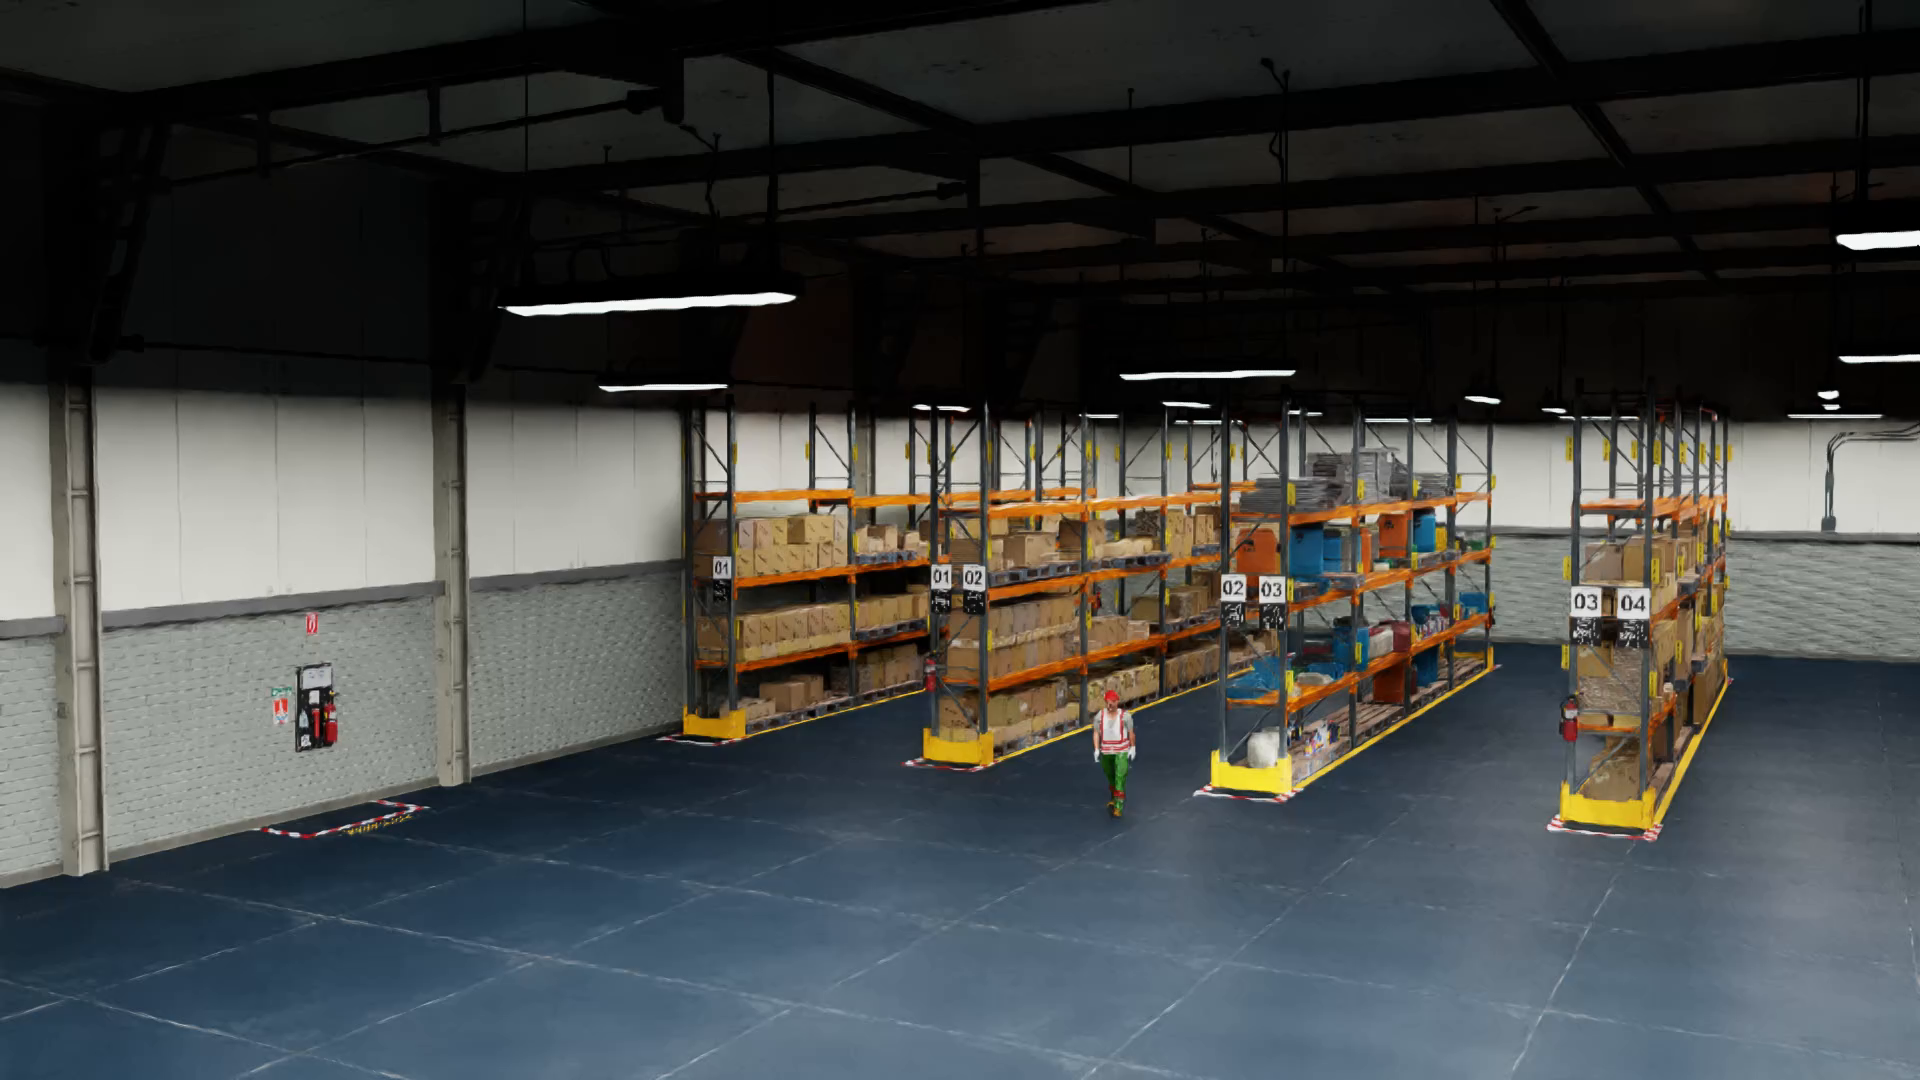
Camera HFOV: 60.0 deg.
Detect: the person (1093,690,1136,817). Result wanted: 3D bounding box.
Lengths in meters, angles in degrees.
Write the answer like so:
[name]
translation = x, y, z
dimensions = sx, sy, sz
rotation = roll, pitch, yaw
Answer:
[person]
translation = 2.120, 2.918, 23.010
dimensions = 0.554, 1.710, 1.097
rotation = 1, 3, 19
